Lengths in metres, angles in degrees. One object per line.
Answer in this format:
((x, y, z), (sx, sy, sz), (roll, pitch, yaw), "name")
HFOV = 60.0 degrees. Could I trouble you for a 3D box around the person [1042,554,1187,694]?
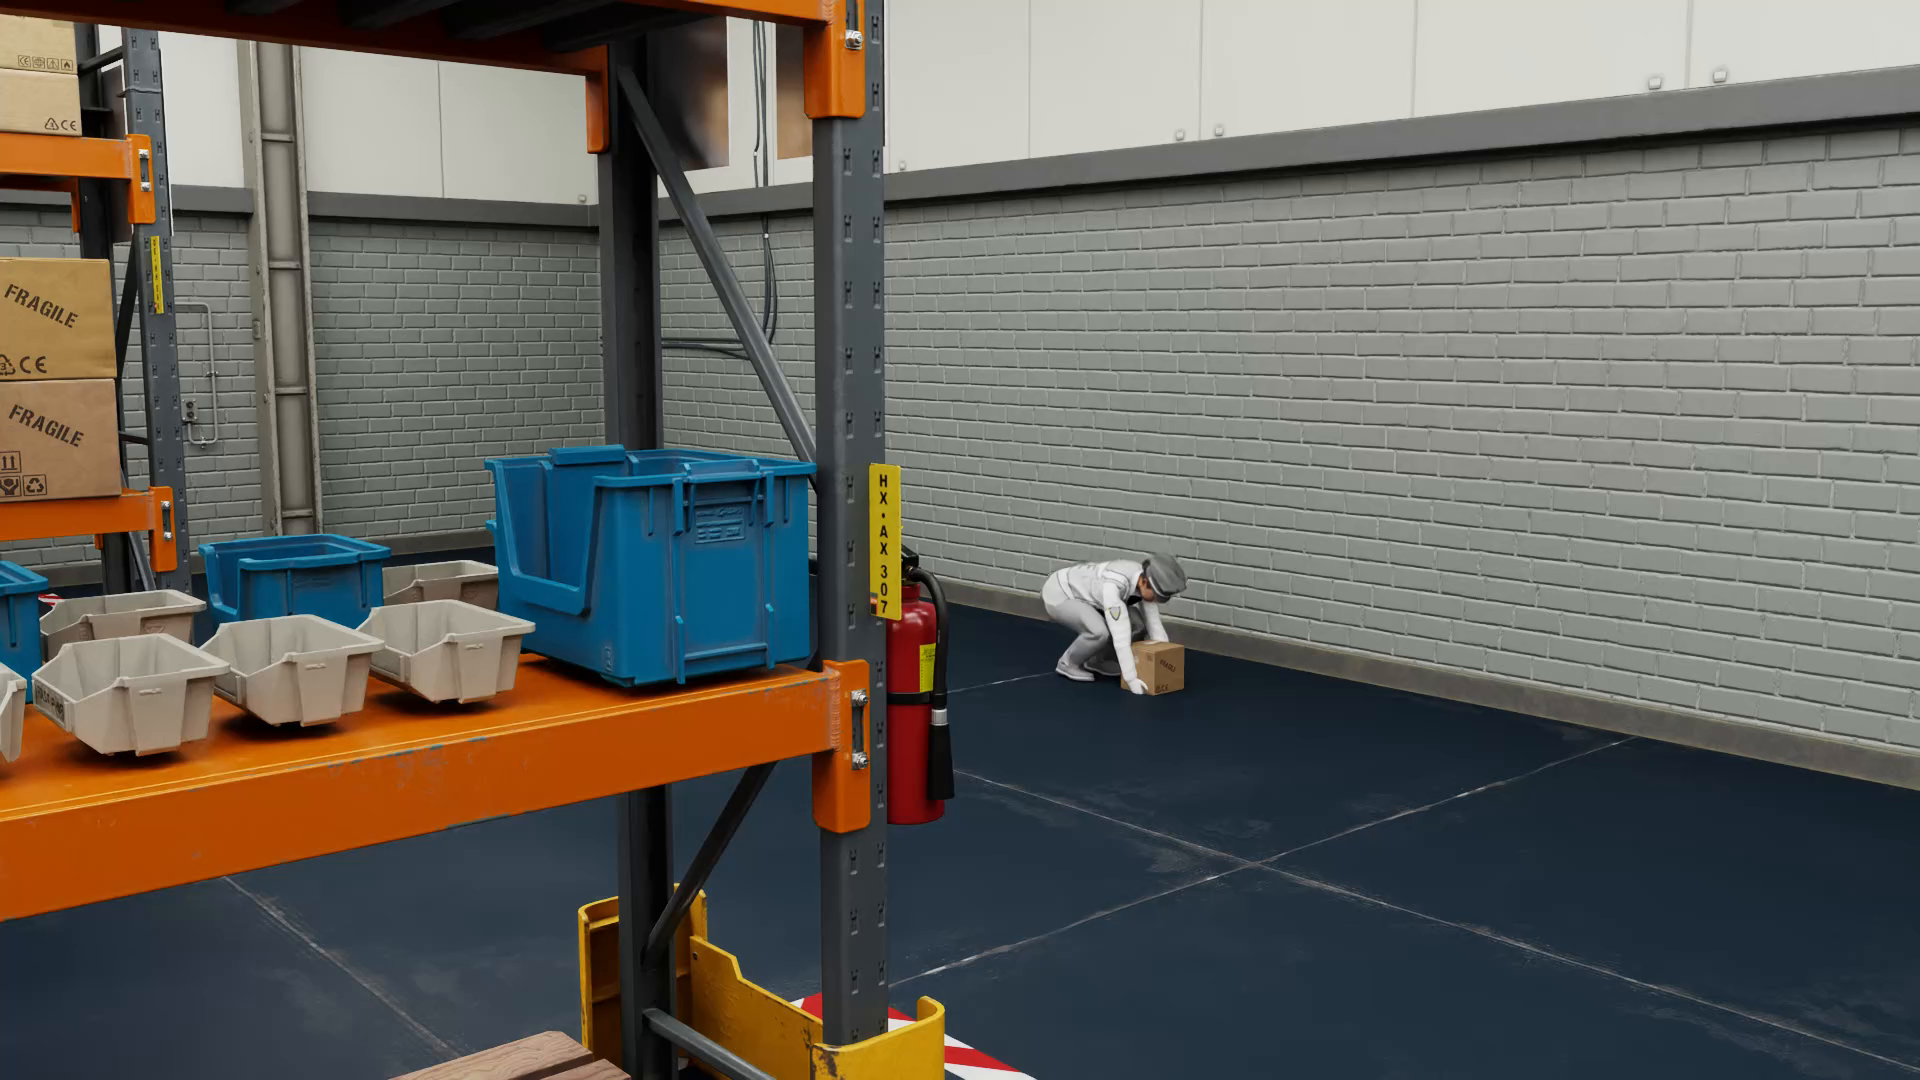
((0.878, 0.443, 9.489), (0.456, 0.792, 0.906), (-7, 10, -42), "person")
